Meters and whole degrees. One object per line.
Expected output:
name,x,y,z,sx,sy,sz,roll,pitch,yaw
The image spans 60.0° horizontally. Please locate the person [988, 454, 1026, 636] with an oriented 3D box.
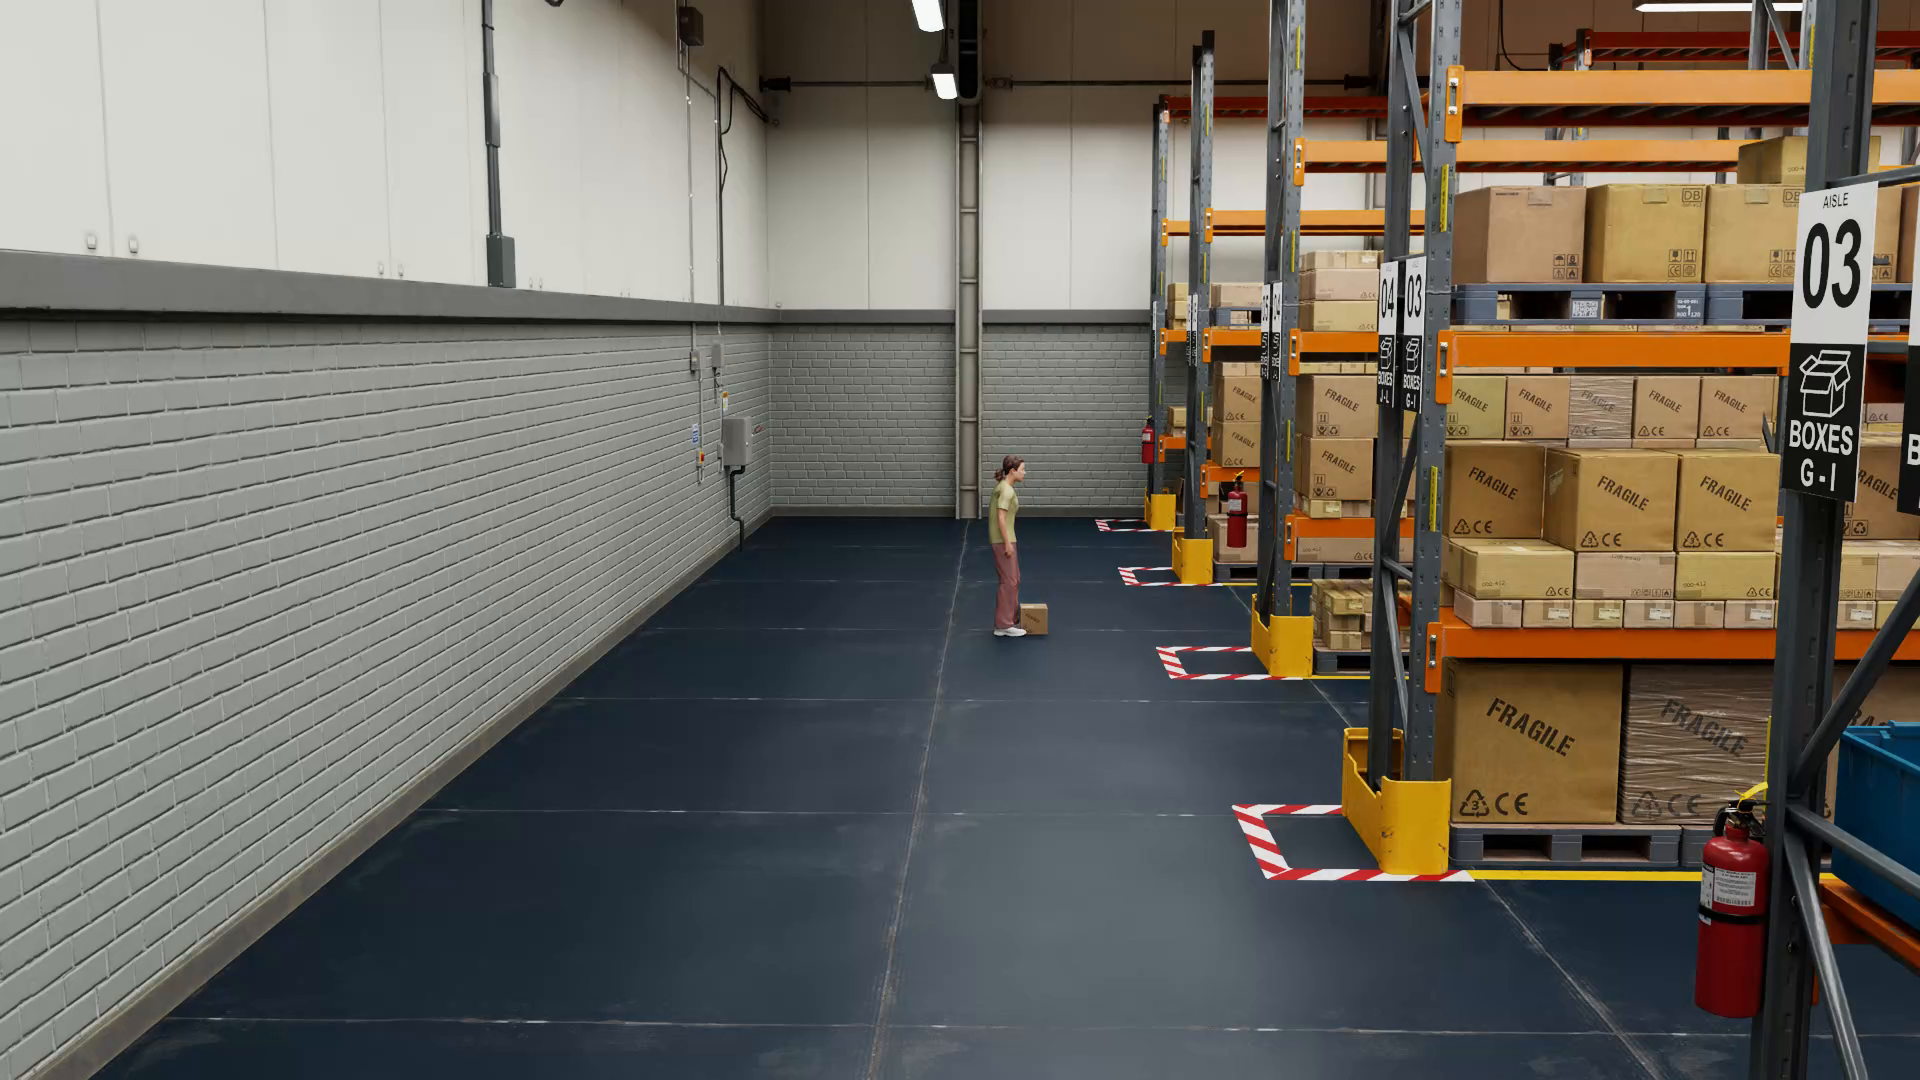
person,0.466,0.036,15.495,0.404,1.673,0.500,0,7,1
